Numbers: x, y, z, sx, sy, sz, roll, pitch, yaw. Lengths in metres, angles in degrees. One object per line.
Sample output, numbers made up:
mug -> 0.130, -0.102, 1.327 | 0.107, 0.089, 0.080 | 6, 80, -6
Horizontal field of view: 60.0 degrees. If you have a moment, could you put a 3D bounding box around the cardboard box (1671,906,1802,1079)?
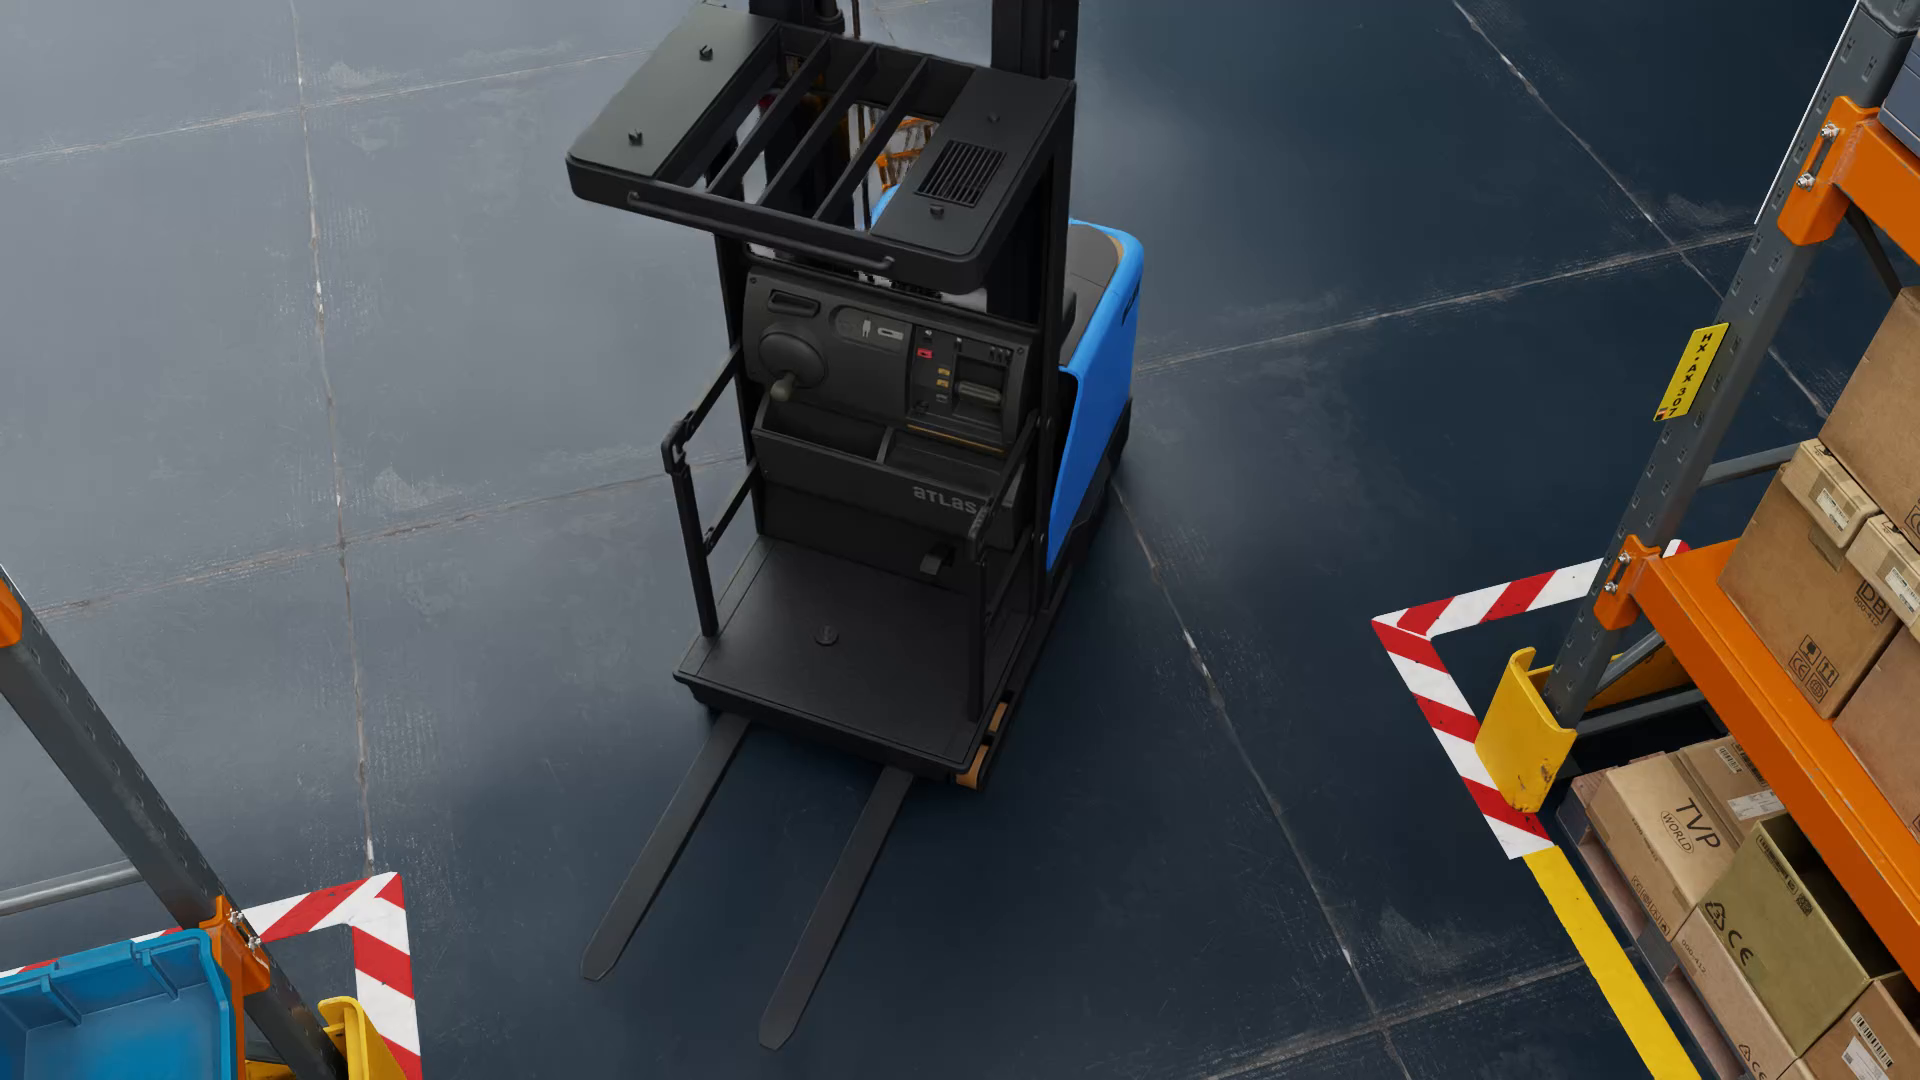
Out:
cardboard box -> 2.529, 1.307, 4.999 | 0.500, 0.250, 0.500 | -13, 51, -11

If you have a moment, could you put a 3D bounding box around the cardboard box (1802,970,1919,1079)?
cardboard box -> 2.687, 1.428, 4.407 | 0.500, 0.500, 0.500 | -13, 51, -11

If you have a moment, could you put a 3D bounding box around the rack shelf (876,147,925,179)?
rack shelf -> -0.203, -1.588, 6.964 | 0.258, 0.103, 0.180 | -14, 15, -12

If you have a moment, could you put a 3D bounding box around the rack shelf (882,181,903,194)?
rack shelf -> -0.181, -1.474, 6.995 | 0.258, 0.103, 0.180 | -14, 15, -12

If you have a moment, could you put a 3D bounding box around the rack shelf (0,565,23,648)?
rack shelf -> -1.710, 1.593, 1.743 | 1.077, 0.370, 4.000 | -13, 51, -11

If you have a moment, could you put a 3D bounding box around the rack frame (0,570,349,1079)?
rack frame -> -2.305, 0.868, 3.846 | 0.949, 2.616, 0.053 | -13, 51, -11

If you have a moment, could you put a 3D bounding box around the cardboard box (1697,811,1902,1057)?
cardboard box -> 2.527, 1.066, 4.712 | 0.500, 0.500, 0.500 | -13, 51, -11

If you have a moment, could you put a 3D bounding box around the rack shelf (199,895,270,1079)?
rack shelf -> -1.710, 2.560, 2.890 | 1.077, 0.370, 4.000 | -13, 51, -11

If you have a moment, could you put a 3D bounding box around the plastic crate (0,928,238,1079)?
plastic crate -> -1.868, 1.213, 3.652 | 0.499, 0.251, 0.616 | -13, 51, -11

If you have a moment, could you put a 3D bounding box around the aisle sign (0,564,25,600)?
aisle sign -> -2.039, -0.090, 2.954 | 0.394, 0.787, 0.004 | -13, 51, -11

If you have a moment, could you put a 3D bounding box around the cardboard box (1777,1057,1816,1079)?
cardboard box -> 2.676, 1.673, 4.691 | 0.500, 0.250, 0.500 | -13, 51, -11

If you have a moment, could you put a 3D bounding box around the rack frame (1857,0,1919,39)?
rack frame -> 2.431, -2.184, 2.495 | 1.000, 3.000, 0.127 | -13, 51, -11

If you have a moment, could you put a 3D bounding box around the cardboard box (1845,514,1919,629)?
cardboard box -> 2.422, 0.036, 4.058 | 0.380, 0.149, 0.250 | -15, 51, -12

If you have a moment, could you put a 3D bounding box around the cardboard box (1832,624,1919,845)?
cardboard box -> 2.717, 0.444, 4.138 | 0.700, 0.500, 0.500 | -12, 51, -10

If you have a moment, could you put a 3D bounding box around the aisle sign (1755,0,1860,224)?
aisle sign -> 2.119, -1.067, 3.777 | 0.394, 0.787, 0.004 | -13, 51, -11

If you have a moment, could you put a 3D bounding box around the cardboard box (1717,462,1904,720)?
cardboard box -> 2.557, 0.062, 4.460 | 0.700, 0.500, 0.500 | -13, 51, -11

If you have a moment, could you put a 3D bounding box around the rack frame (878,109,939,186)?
rack frame -> -0.144, -1.384, 6.927 | 0.240, 1.200, 0.006 | -14, 15, -12

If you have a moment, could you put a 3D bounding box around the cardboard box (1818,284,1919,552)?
cardboard box -> 2.573, -0.318, 3.932 | 0.700, 0.500, 0.500 | -13, 51, -11

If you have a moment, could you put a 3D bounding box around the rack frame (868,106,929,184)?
rack frame -> -0.190, -1.421, 7.100 | 0.240, 1.200, 0.006 | -14, 15, -12

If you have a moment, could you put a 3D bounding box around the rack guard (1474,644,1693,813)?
rack guard -> 2.424, 0.538, 5.759 | 1.175, 0.500, 0.348 | -13, 51, -11

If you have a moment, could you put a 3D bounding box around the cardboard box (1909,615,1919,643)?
cardboard box -> 2.495, 0.219, 3.904 | 0.380, 0.149, 0.250 | -13, 51, -11

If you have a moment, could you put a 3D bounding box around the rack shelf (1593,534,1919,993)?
rack shelf -> 3.023, 1.443, 3.832 | 1.077, 0.370, 4.000 | -13, 51, -11

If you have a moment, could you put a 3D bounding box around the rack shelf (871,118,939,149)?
rack shelf -> -0.225, -1.702, 6.934 | 0.258, 0.103, 0.180 | -14, 15, -12

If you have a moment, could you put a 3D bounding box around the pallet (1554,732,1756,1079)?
pallet -> 2.698, 1.198, 5.392 | 1.003, 0.211, 1.213 | -13, 51, -11

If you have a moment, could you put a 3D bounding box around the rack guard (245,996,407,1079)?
rack guard -> -2.234, 1.718, 4.764 | 1.175, 0.500, 0.348 | -13, 51, -11

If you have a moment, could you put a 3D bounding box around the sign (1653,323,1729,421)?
sign -> 1.899, -0.433, 4.325 | 0.100, 0.325, 0.005 | -13, 51, -11

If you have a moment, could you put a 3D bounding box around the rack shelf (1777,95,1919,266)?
rack shelf -> 3.023, 0.476, 2.685 | 1.077, 0.370, 4.000 | -13, 51, -11

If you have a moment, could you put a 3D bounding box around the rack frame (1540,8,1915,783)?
rack frame -> 2.431, -0.250, 4.788 | 1.000, 3.000, 0.127 | -13, 51, -11

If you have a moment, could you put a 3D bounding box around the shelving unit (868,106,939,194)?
shelving unit -> -0.167, -1.402, 7.014 | 0.258, 1.200, 0.189 | -14, 15, -12

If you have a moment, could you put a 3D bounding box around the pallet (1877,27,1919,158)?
pallet -> 2.616, -0.666, 3.235 | 1.003, 0.211, 1.213 | -13, 51, -11

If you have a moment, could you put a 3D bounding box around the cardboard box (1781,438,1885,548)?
cardboard box -> 2.342, -0.156, 4.220 | 0.380, 0.149, 0.250 | -14, 51, -11

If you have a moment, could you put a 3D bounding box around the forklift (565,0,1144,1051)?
forklift -> -0.314, -0.448, 5.000 | 1.130, 2.935, 3.031 | 16, 52, 13

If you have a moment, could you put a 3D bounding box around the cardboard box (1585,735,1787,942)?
cardboard box -> 2.377, 0.943, 5.307 | 0.500, 0.250, 0.500 | -13, 51, -11
